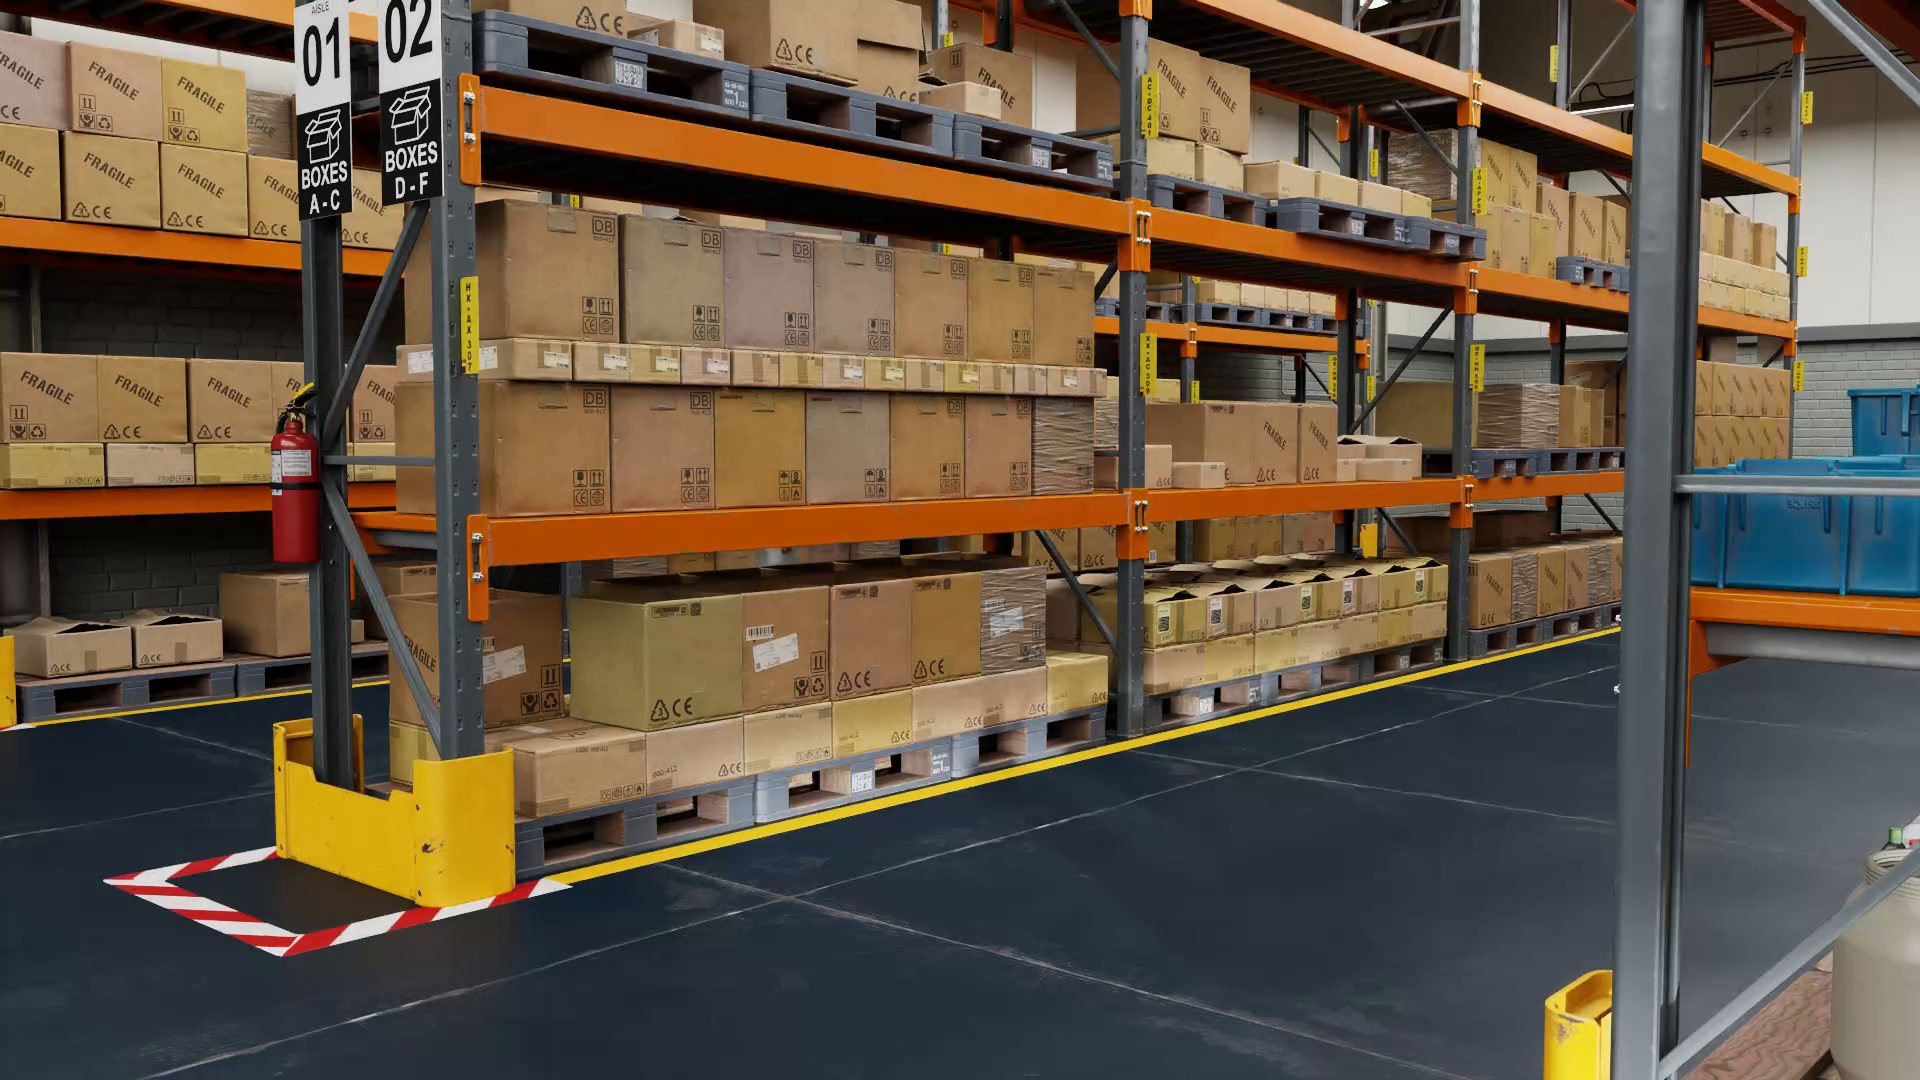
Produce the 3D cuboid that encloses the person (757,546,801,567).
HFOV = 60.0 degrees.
[{"bbox_3d":[-1.366,-0.054,12.426,0.399,1.774,0.525,-2,4,-27],"label":"person"}]
